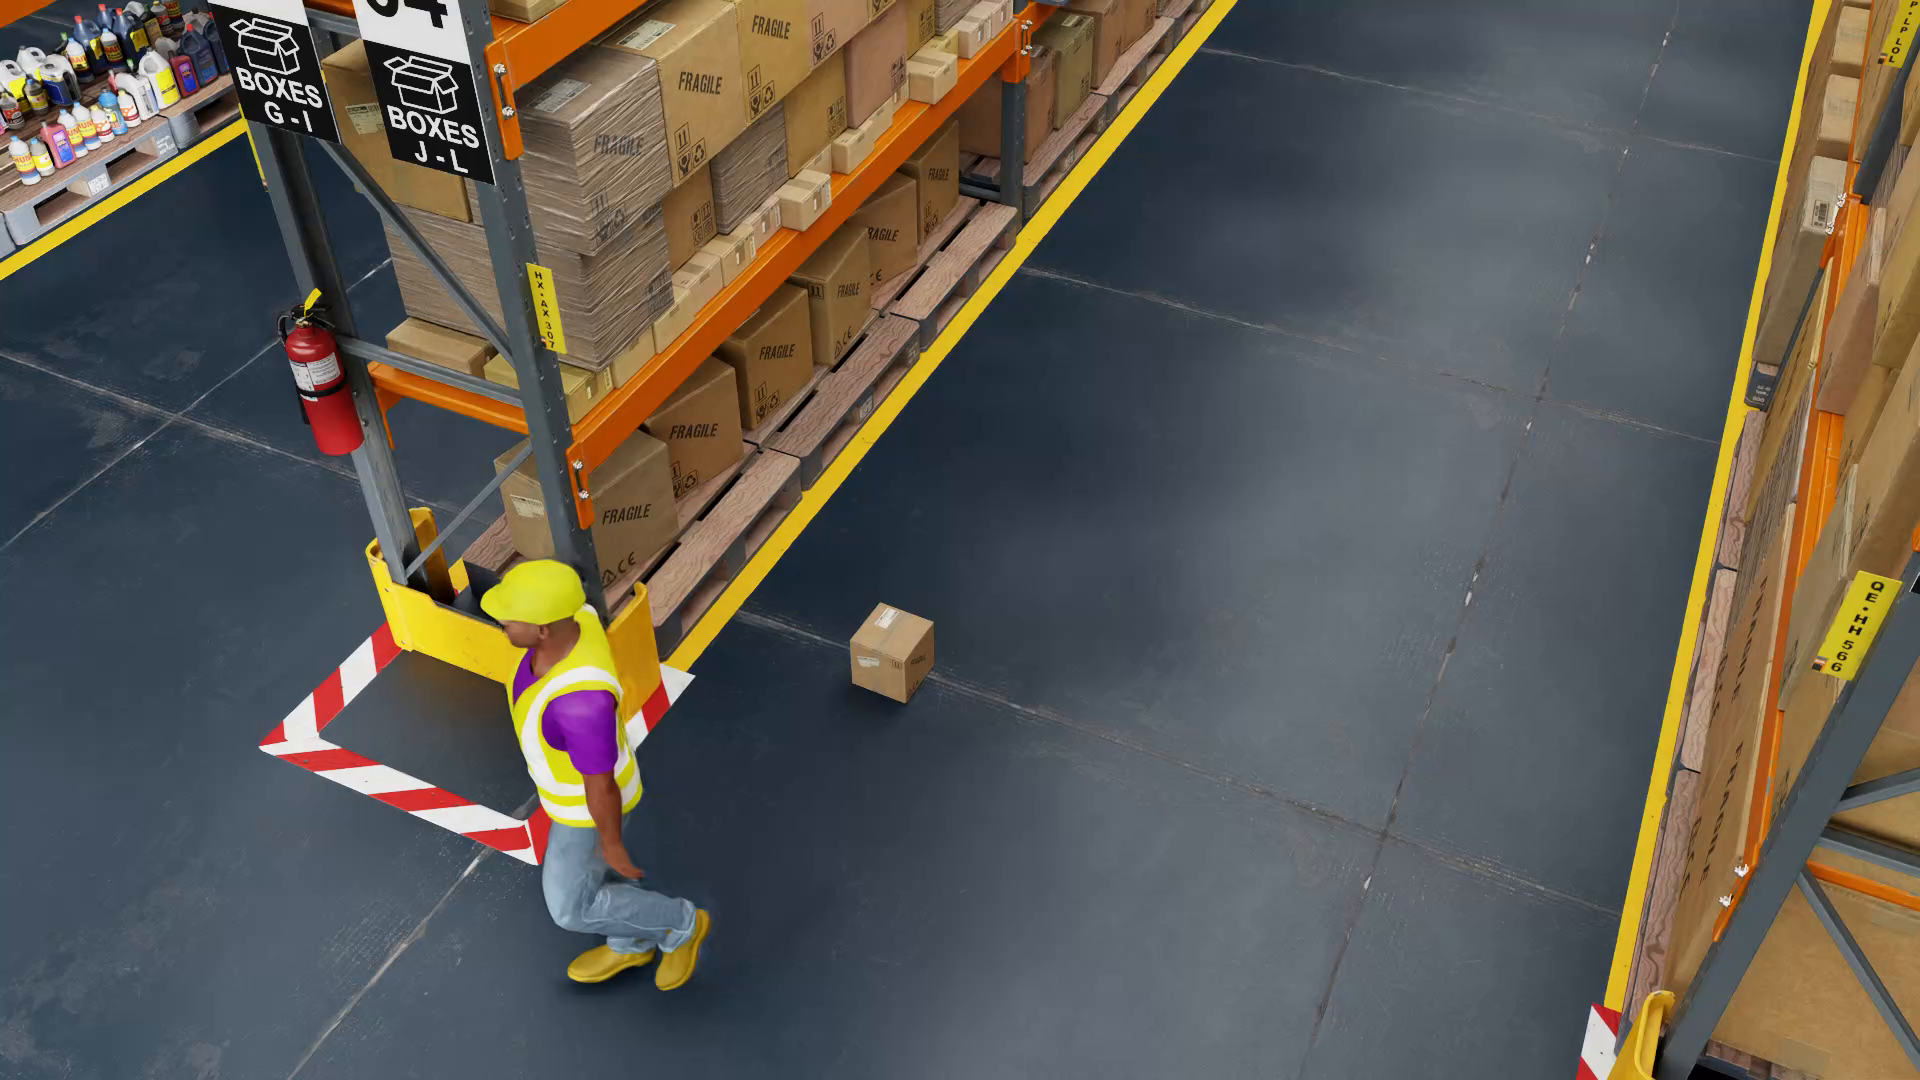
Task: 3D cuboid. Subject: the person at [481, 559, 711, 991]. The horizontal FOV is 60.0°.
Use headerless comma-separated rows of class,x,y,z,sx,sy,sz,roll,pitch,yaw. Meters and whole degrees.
person,-1.133,0.759,5.256,0.503,1.755,0.635,-13,43,-14
